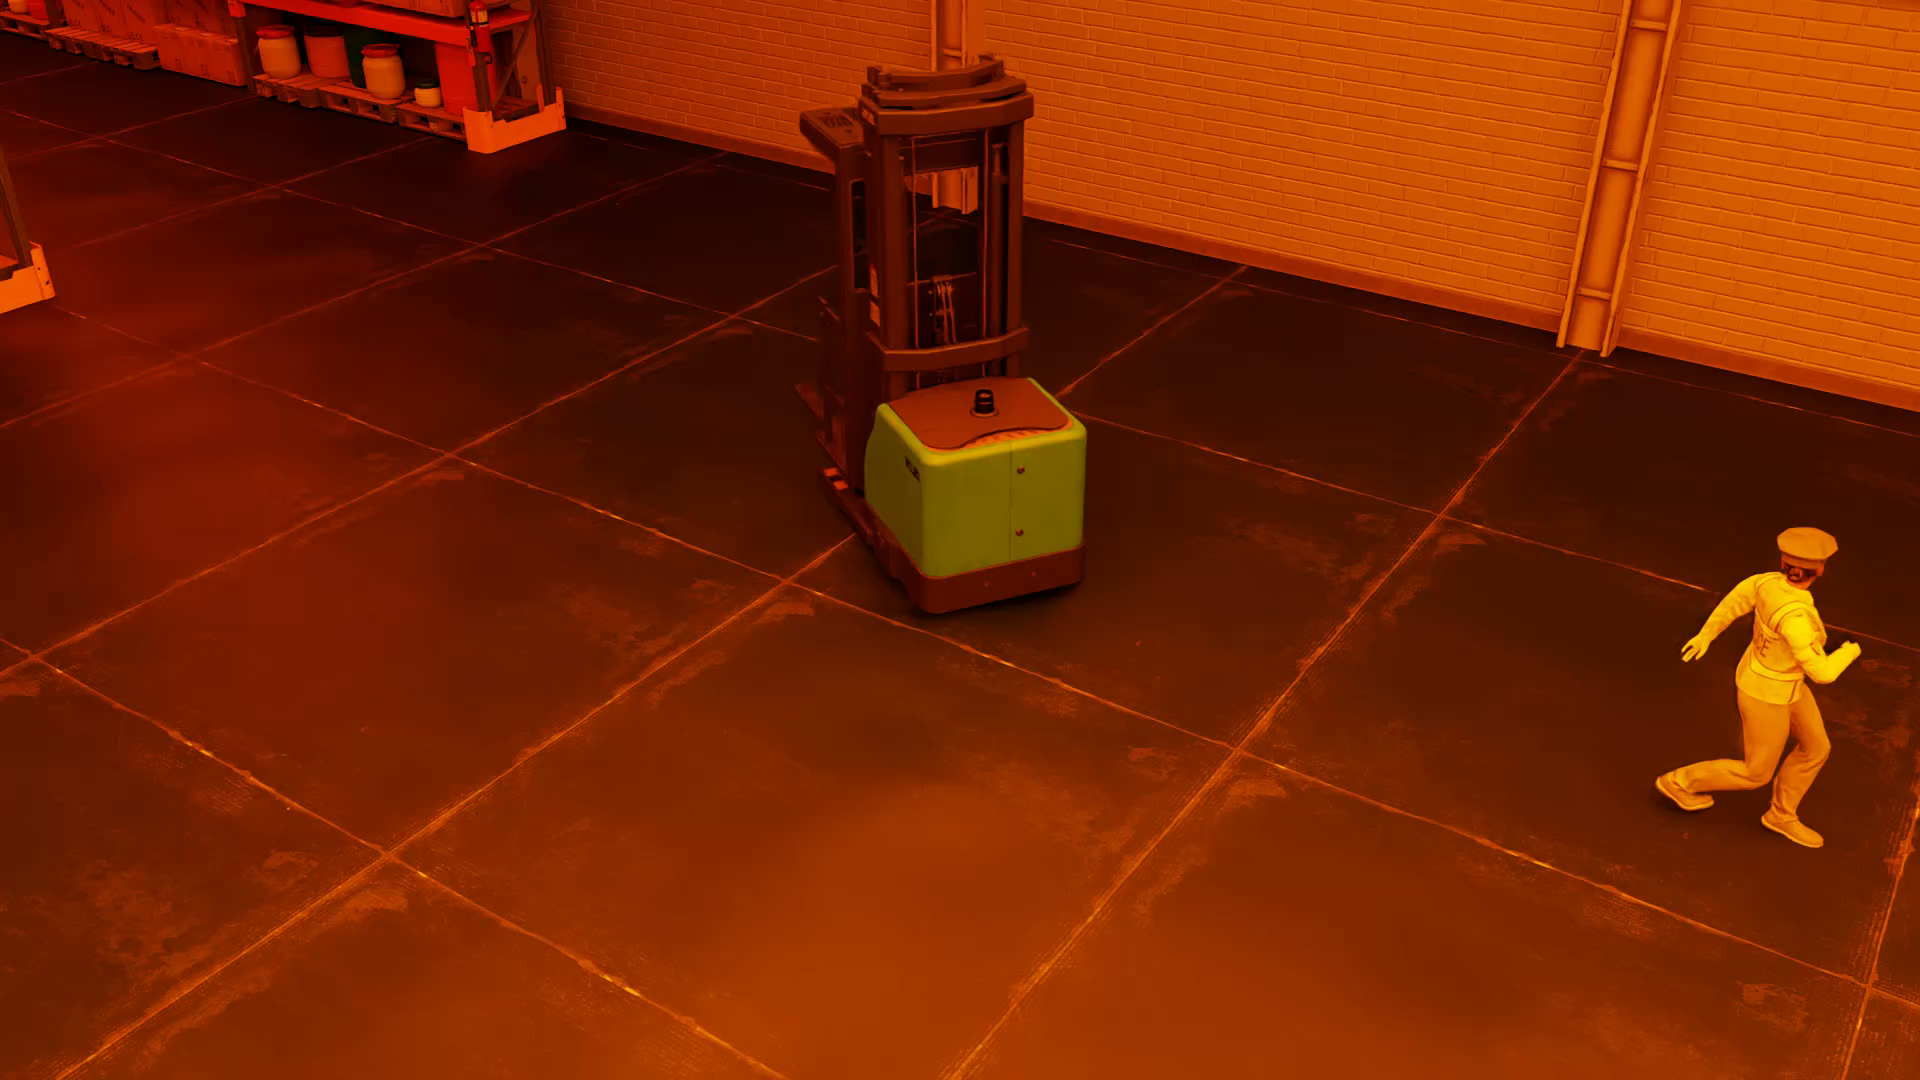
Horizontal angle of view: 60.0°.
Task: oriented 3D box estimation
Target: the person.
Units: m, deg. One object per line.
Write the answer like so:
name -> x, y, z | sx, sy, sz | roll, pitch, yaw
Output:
person -> 3.804, 0.675, 7.792 | 0.815, 1.581, 0.530 | 14, 33, 23

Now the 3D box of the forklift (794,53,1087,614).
forklift -> -0.297, -1.565, 10.276 | 1.130, 2.935, 3.031 | -12, 32, -20
